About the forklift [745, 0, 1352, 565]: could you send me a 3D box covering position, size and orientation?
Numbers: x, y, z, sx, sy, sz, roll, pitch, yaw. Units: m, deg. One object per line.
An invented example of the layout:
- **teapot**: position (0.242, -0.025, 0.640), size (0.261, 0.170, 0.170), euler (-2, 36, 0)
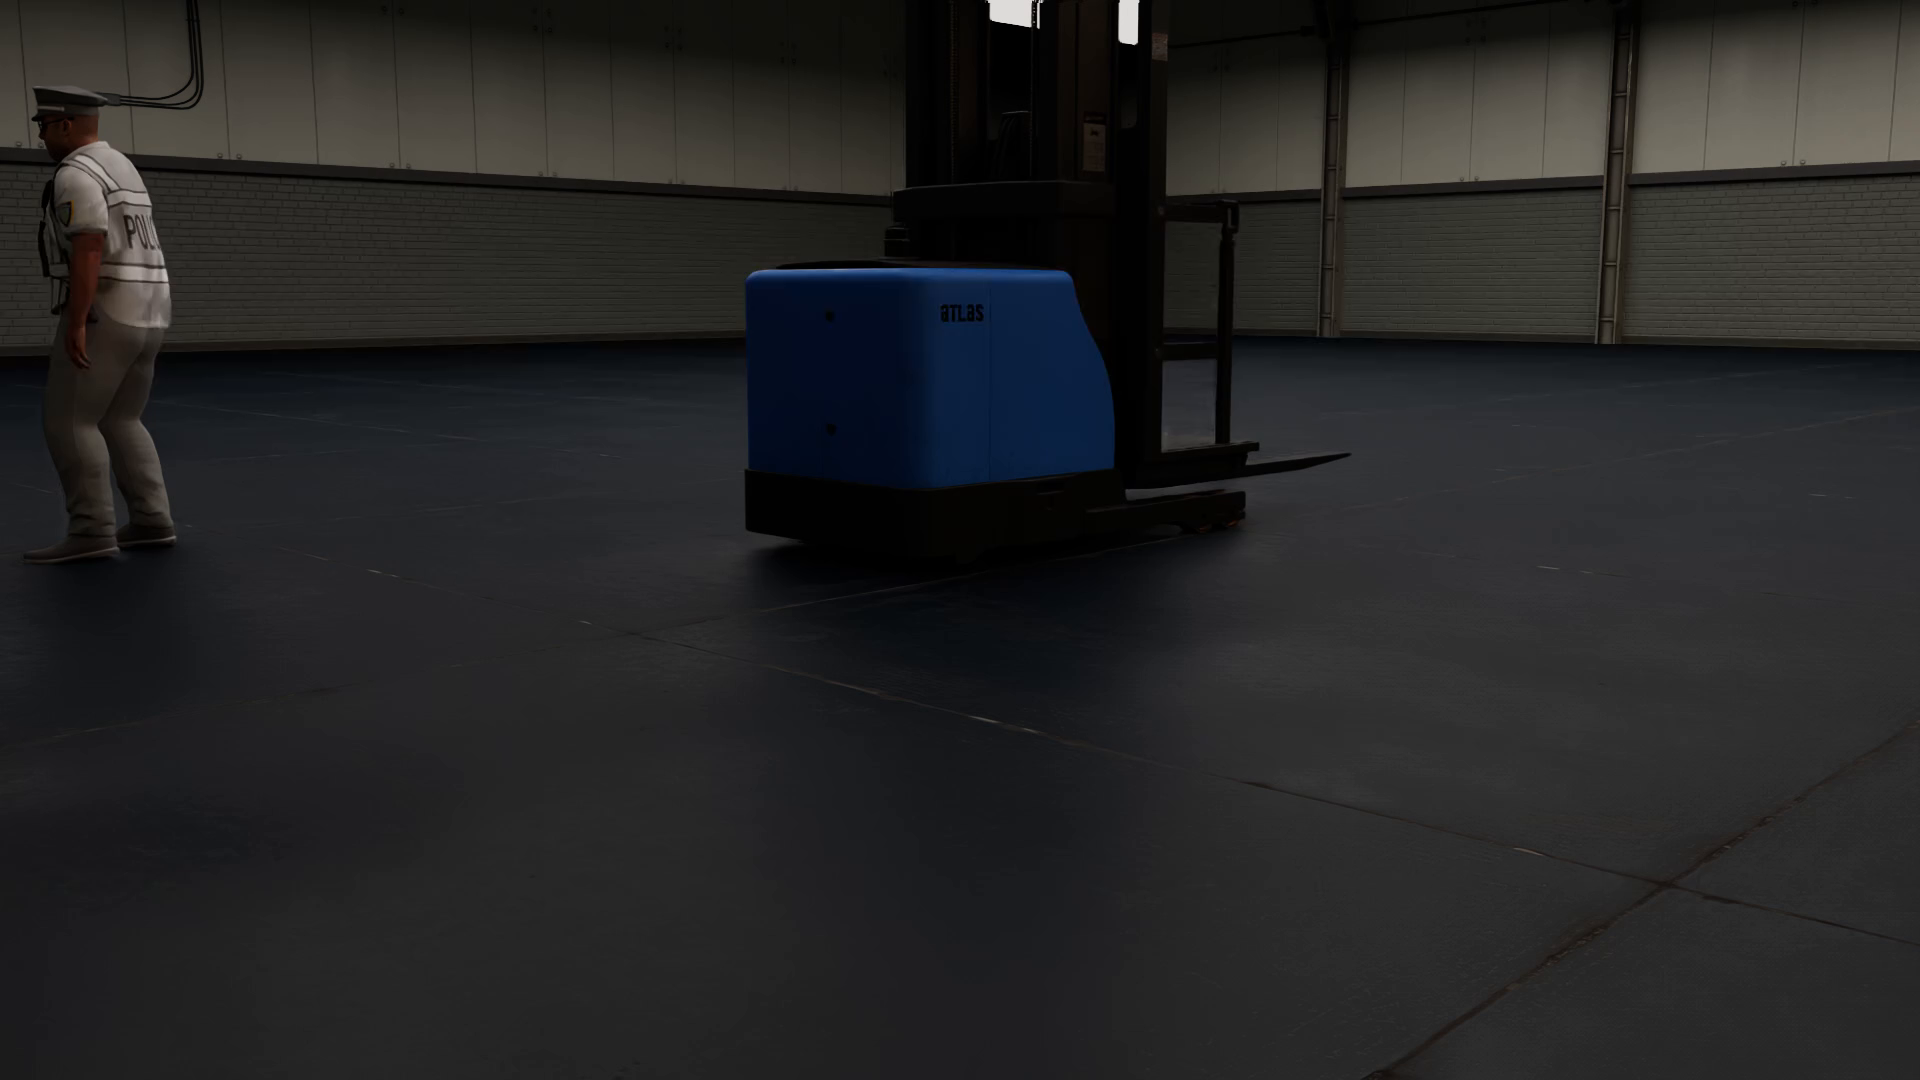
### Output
- **forklift**: position (0.569, -1.523, 6.987), size (3.031, 2.935, 1.130), euler (-8, 12, -44)

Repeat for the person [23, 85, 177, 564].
- **person**: position (-3.256, -0.808, 6.279), size (0.478, 1.762, 0.600), euler (-1, 9, -4)
